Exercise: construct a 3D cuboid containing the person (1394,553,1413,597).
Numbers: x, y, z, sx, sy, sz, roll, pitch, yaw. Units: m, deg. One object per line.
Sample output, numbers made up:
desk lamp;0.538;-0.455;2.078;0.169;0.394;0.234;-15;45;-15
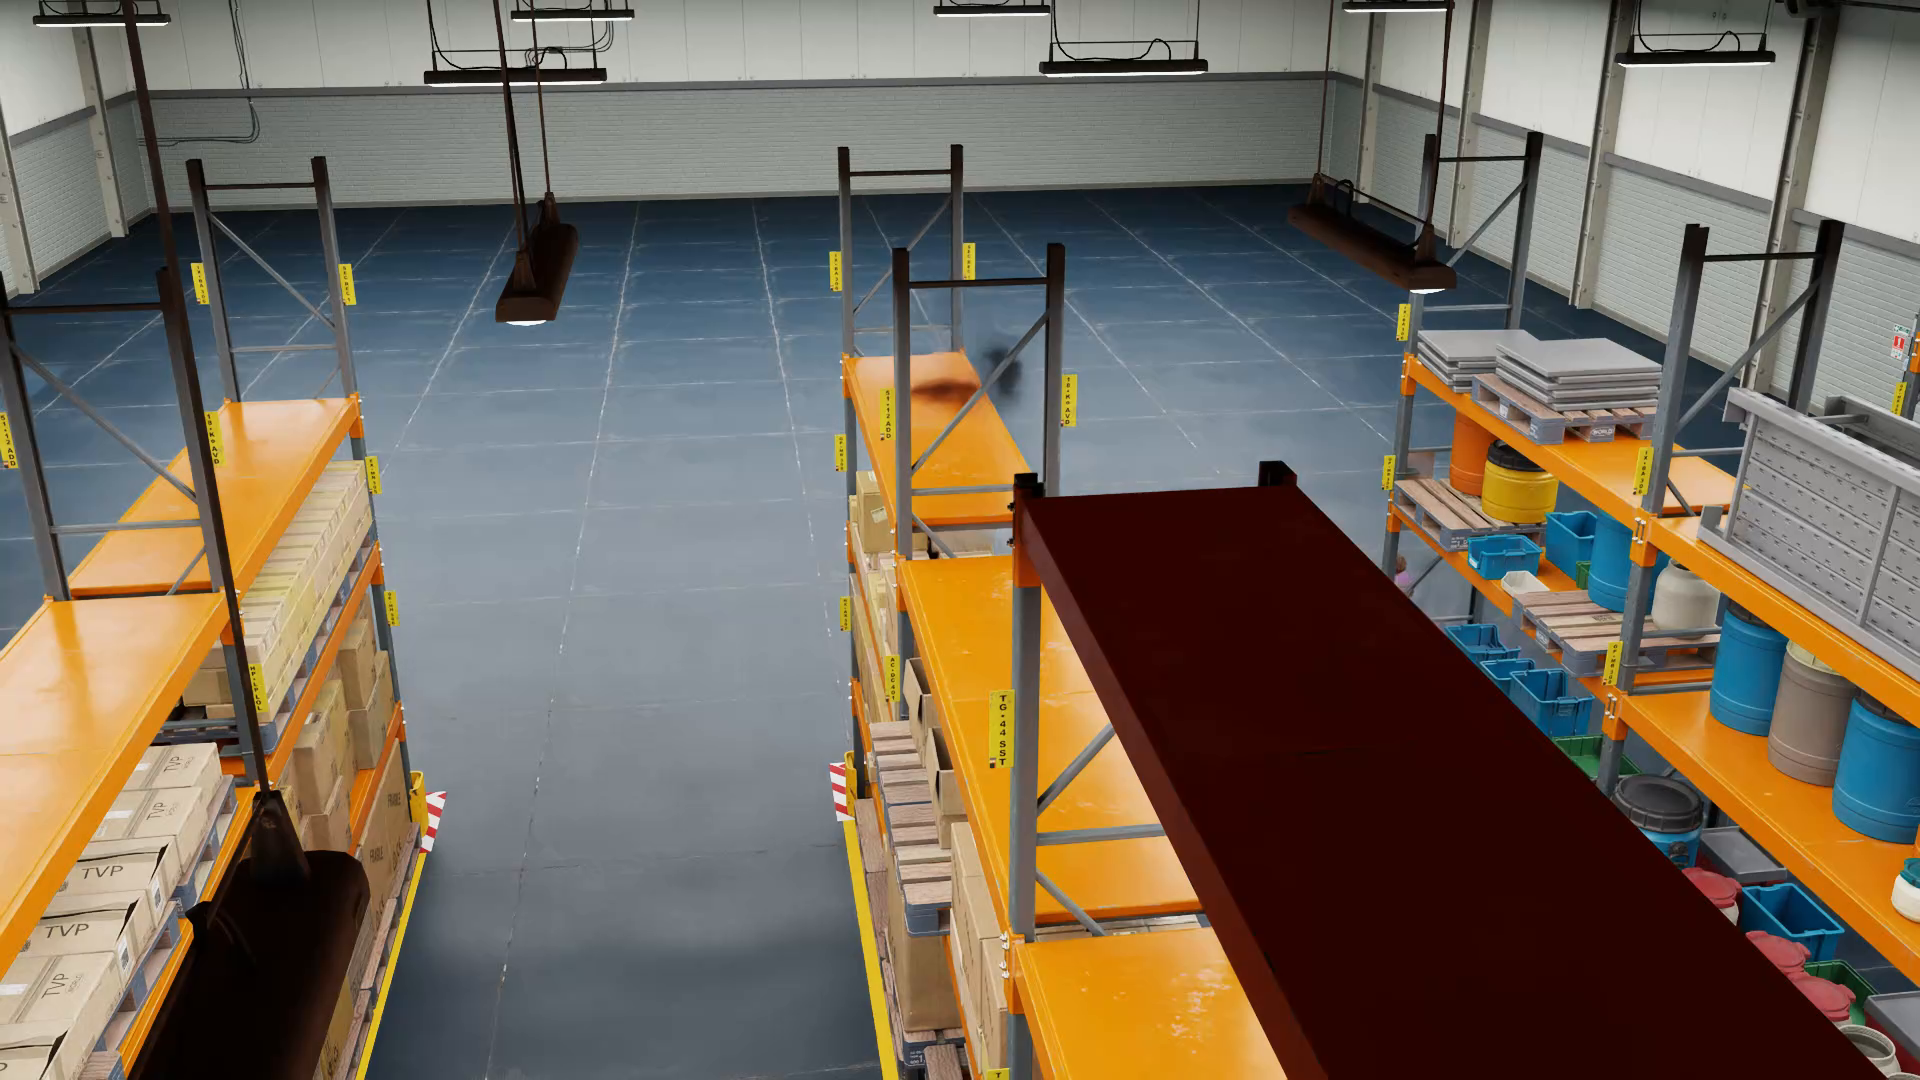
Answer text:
person;4.517;0.885;17.317;0.660;1.584;0.577;19;28;39
